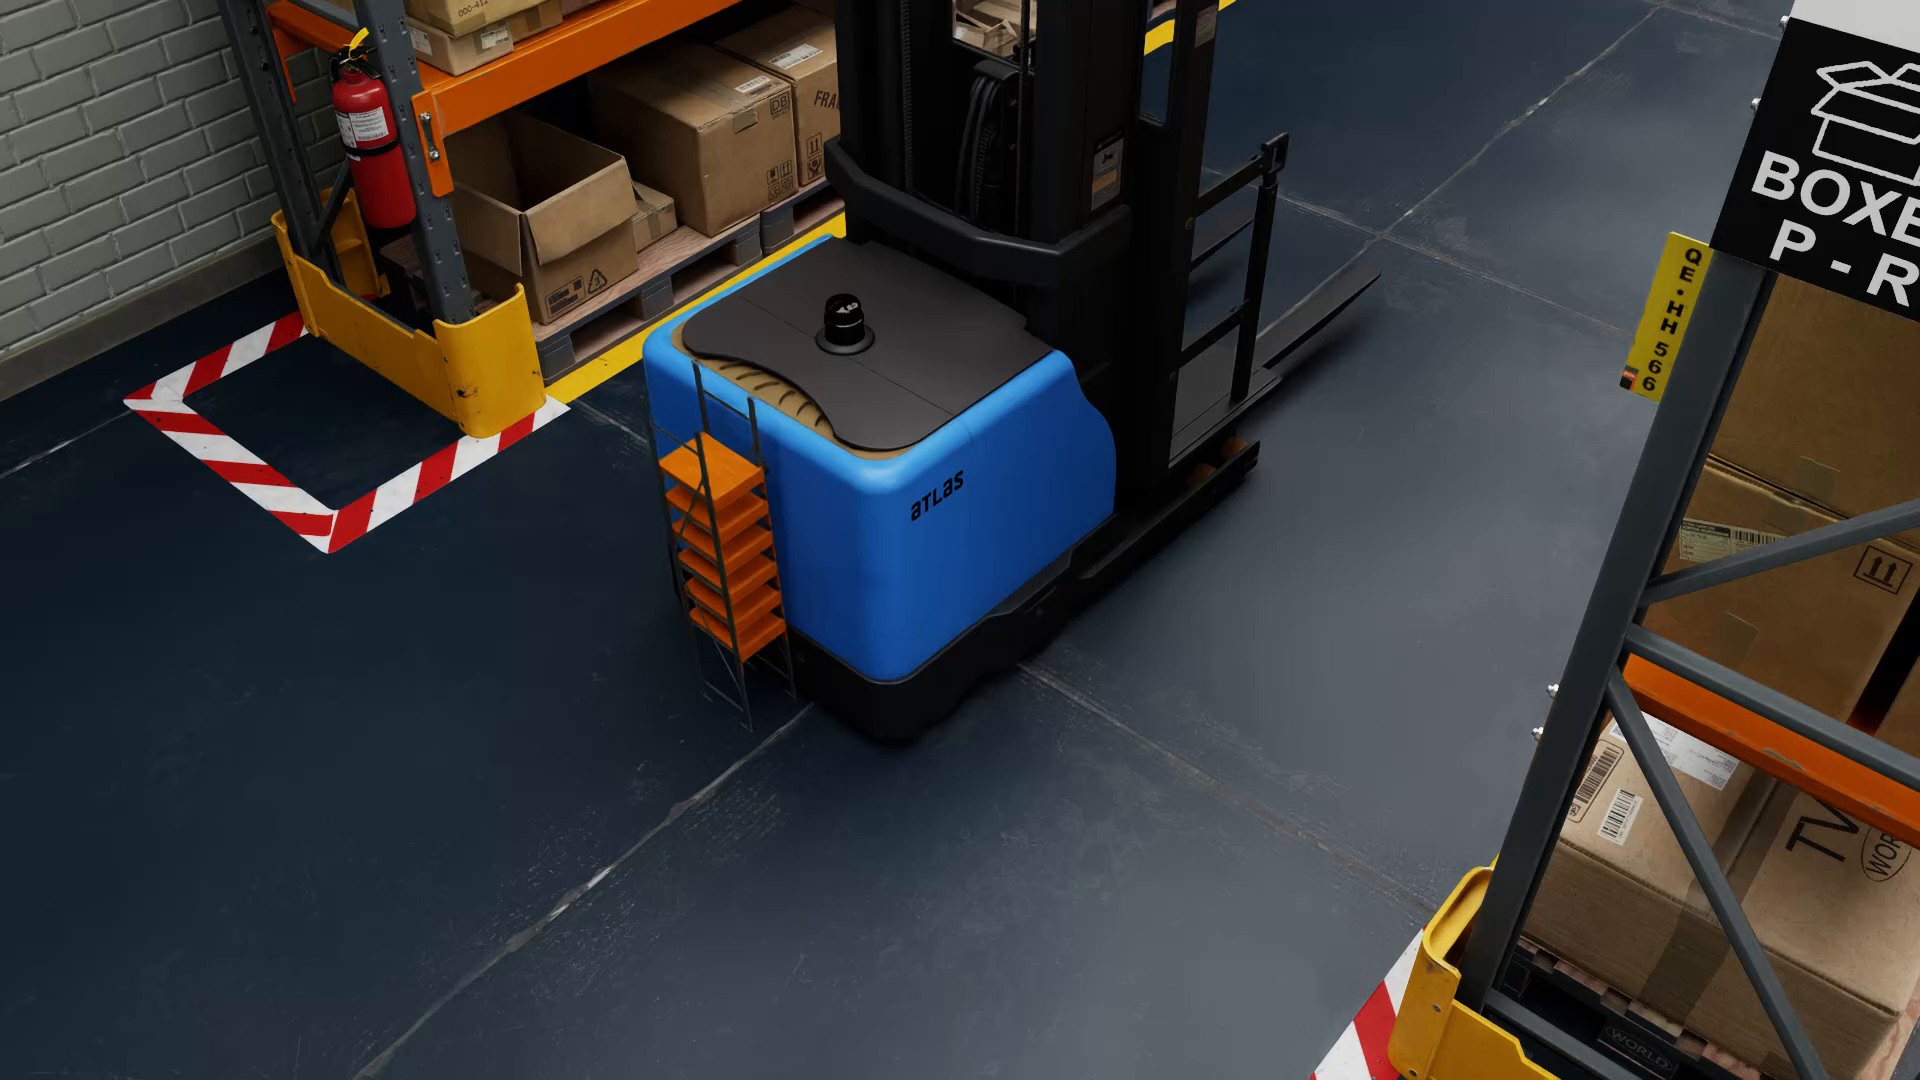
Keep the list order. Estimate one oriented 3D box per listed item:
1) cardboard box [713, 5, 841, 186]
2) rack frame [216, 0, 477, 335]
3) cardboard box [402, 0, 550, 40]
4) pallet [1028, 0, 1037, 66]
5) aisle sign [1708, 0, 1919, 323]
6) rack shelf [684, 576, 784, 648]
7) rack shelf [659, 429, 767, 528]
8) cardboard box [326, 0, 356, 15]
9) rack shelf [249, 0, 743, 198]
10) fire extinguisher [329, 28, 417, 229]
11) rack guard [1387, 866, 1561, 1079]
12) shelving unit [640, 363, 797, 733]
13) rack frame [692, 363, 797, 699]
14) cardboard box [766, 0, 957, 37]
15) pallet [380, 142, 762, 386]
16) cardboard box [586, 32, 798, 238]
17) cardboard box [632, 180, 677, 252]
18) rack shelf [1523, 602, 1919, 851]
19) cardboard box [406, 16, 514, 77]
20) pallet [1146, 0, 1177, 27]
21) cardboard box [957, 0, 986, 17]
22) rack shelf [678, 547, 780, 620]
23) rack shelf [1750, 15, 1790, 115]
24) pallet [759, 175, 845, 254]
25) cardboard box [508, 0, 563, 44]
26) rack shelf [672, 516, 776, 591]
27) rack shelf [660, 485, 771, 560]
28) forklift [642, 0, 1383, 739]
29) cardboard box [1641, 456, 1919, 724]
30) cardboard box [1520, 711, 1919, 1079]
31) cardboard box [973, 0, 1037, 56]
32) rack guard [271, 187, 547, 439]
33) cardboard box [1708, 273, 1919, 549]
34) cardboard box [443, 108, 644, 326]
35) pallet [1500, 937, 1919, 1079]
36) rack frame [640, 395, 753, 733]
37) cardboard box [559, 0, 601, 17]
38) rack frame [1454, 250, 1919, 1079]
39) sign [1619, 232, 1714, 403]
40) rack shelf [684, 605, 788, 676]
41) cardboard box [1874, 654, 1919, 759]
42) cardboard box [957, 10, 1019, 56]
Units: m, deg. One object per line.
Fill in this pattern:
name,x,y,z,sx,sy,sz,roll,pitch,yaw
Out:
cardboard box,-0.691,-1.926,7.184,0.500,0.500,0.500,30,50,29
rack frame,-2.154,-1.769,5.466,1.000,3.000,0.127,29,50,28
cardboard box,-1.656,-1.941,5.545,0.500,0.250,0.500,30,50,29
pallet,-0.022,-2.444,8.281,1.003,0.211,1.213,29,50,28
aisle sign,1.364,-0.681,2.337,0.394,0.787,0.004,29,50,28
rack shelf,-0.673,0.175,4.904,0.258,0.103,0.180,32,53,30
rack shelf,-0.686,-0.170,4.572,0.258,0.103,0.180,32,53,30
cardboard box,-2.146,-1.963,5.866,0.380,0.149,0.250,29,50,28
rack shelf,-0.867,-2.533,6.841,1.077,0.370,4.000,29,50,28
fire extinguisher,-1.895,-1.327,5.314,0.296,0.674,0.183,29,50,28
rack guard,1.632,1.315,3.932,1.175,0.500,0.348,29,50,28
shelving unit,-0.678,0.057,4.790,0.258,1.200,0.189,32,53,30
rack frame,-0.616,0.009,4.838,0.240,1.200,0.006,32,53,30
cardboard box,-0.440,-2.232,7.520,0.700,0.500,0.500,28,49,27
pallet,-1.593,-1.187,6.899,1.003,0.211,1.213,29,50,28
cardboard box,-1.108,-1.697,6.933,0.700,0.500,0.500,32,51,30
cardboard box,-1.385,-1.346,6.807,0.380,0.149,0.250,28,49,27
rack shelf,2.935,-0.386,4.479,1.077,0.370,4.000,29,50,28
cardboard box,-1.732,-1.727,5.606,0.380,0.149,0.250,29,50,28
pallet,0.915,-3.232,9.148,1.003,0.211,1.213,29,50,28
cardboard box,-0.186,-2.752,8.233,0.500,0.311,0.500,31,51,30
rack shelf,-0.676,0.089,4.821,0.258,0.103,0.180,32,53,30
rack shelf,2.935,-1.496,3.470,1.077,0.370,4.000,29,50,28
pallet,-0.807,-1.813,7.587,1.003,0.211,1.213,29,50,28
cardboard box,-1.604,-1.878,5.772,0.380,0.149,0.250,31,51,29
rack shelf,-0.680,0.002,4.738,0.258,0.103,0.180,32,53,30
rack shelf,-0.683,-0.084,4.655,0.258,0.103,0.180,32,53,30
forklift,0.420,-1.398,5.108,1.130,2.935,3.031,31,51,30
cardboard box,1.755,-0.022,3.470,0.500,0.500,0.500,30,50,29
cardboard box,1.996,0.787,4.247,0.875,0.438,0.875,28,49,27
cardboard box,0.287,-2.515,8.094,0.380,0.149,0.250,28,49,27
rack guard,-2.105,-0.884,6.350,1.175,0.500,0.348,29,50,28
cardboard box,1.776,-0.380,3.121,0.500,0.500,0.500,31,51,30
cardboard box,-1.688,-1.275,6.466,0.797,0.503,0.637,28,49,27
pallet,2.102,0.964,4.533,1.003,0.211,1.213,29,50,28
rack frame,-0.740,0.105,4.743,0.240,1.200,0.006,32,53,30
cardboard box,-1.462,-2.028,5.938,0.380,0.149,0.250,29,50,28
rack frame,1.648,0.378,3.105,1.000,3.000,0.127,29,50,28
sign,1.241,-0.380,2.902,0.100,0.325,0.005,29,50,28
rack shelf,-0.670,0.262,4.988,0.258,0.103,0.180,32,53,30
cardboard box,2.176,0.218,3.206,0.500,0.500,0.500,29,50,28
cardboard box,0.057,-2.375,7.852,0.396,0.266,0.258,31,51,30
